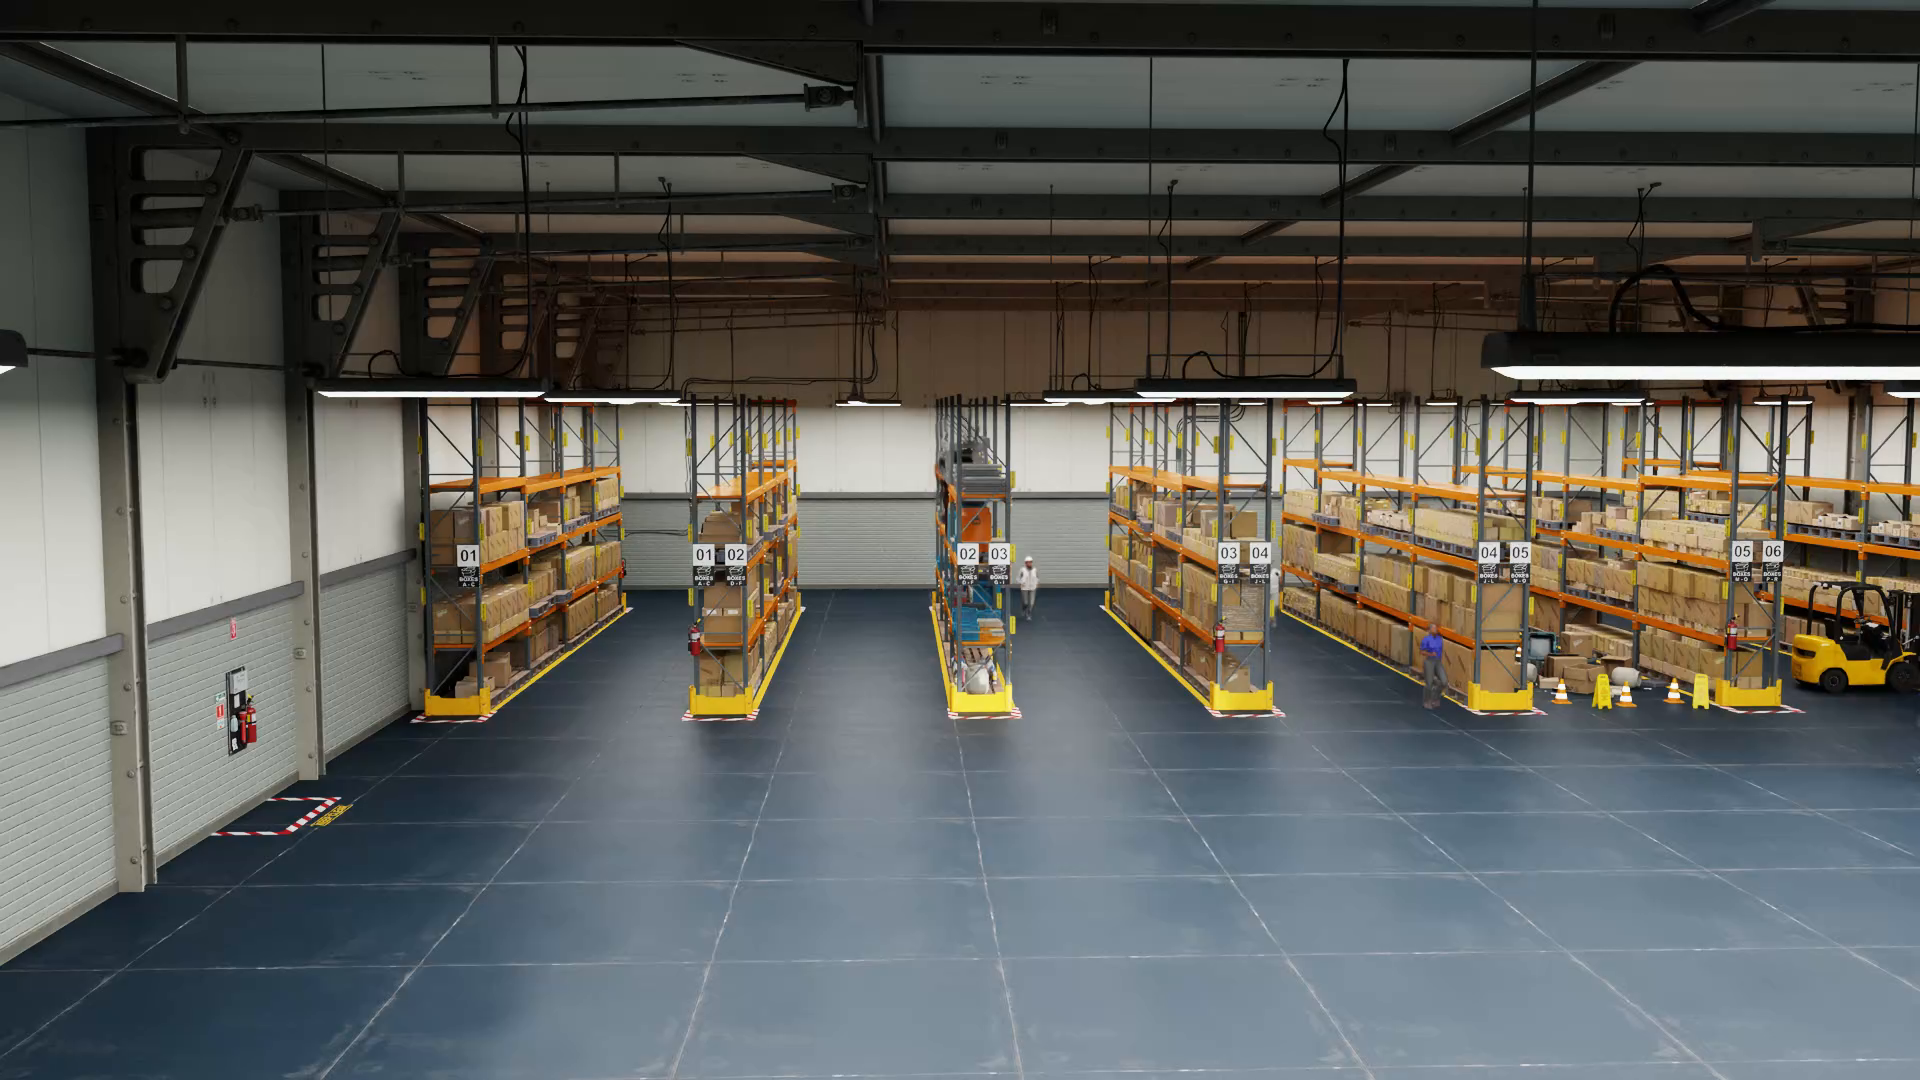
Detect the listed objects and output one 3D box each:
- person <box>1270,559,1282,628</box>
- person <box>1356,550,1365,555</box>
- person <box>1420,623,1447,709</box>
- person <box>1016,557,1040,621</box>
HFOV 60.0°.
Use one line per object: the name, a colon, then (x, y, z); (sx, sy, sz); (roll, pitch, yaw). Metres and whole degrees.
person: (8.189, 1.407, 43.857); (0.660, 1.842, 0.754); (0, 4, 2)
person: (11.795, 1.020, 49.130); (0.616, 1.675, 0.555); (0, 4, 0)
person: (9.061, 2.421, 31.734); (0.585, 1.672, 0.589); (-2, 5, -19)
person: (1.857, 1.318, 45.007); (0.649, 1.727, 0.582); (-1, 5, -12)
